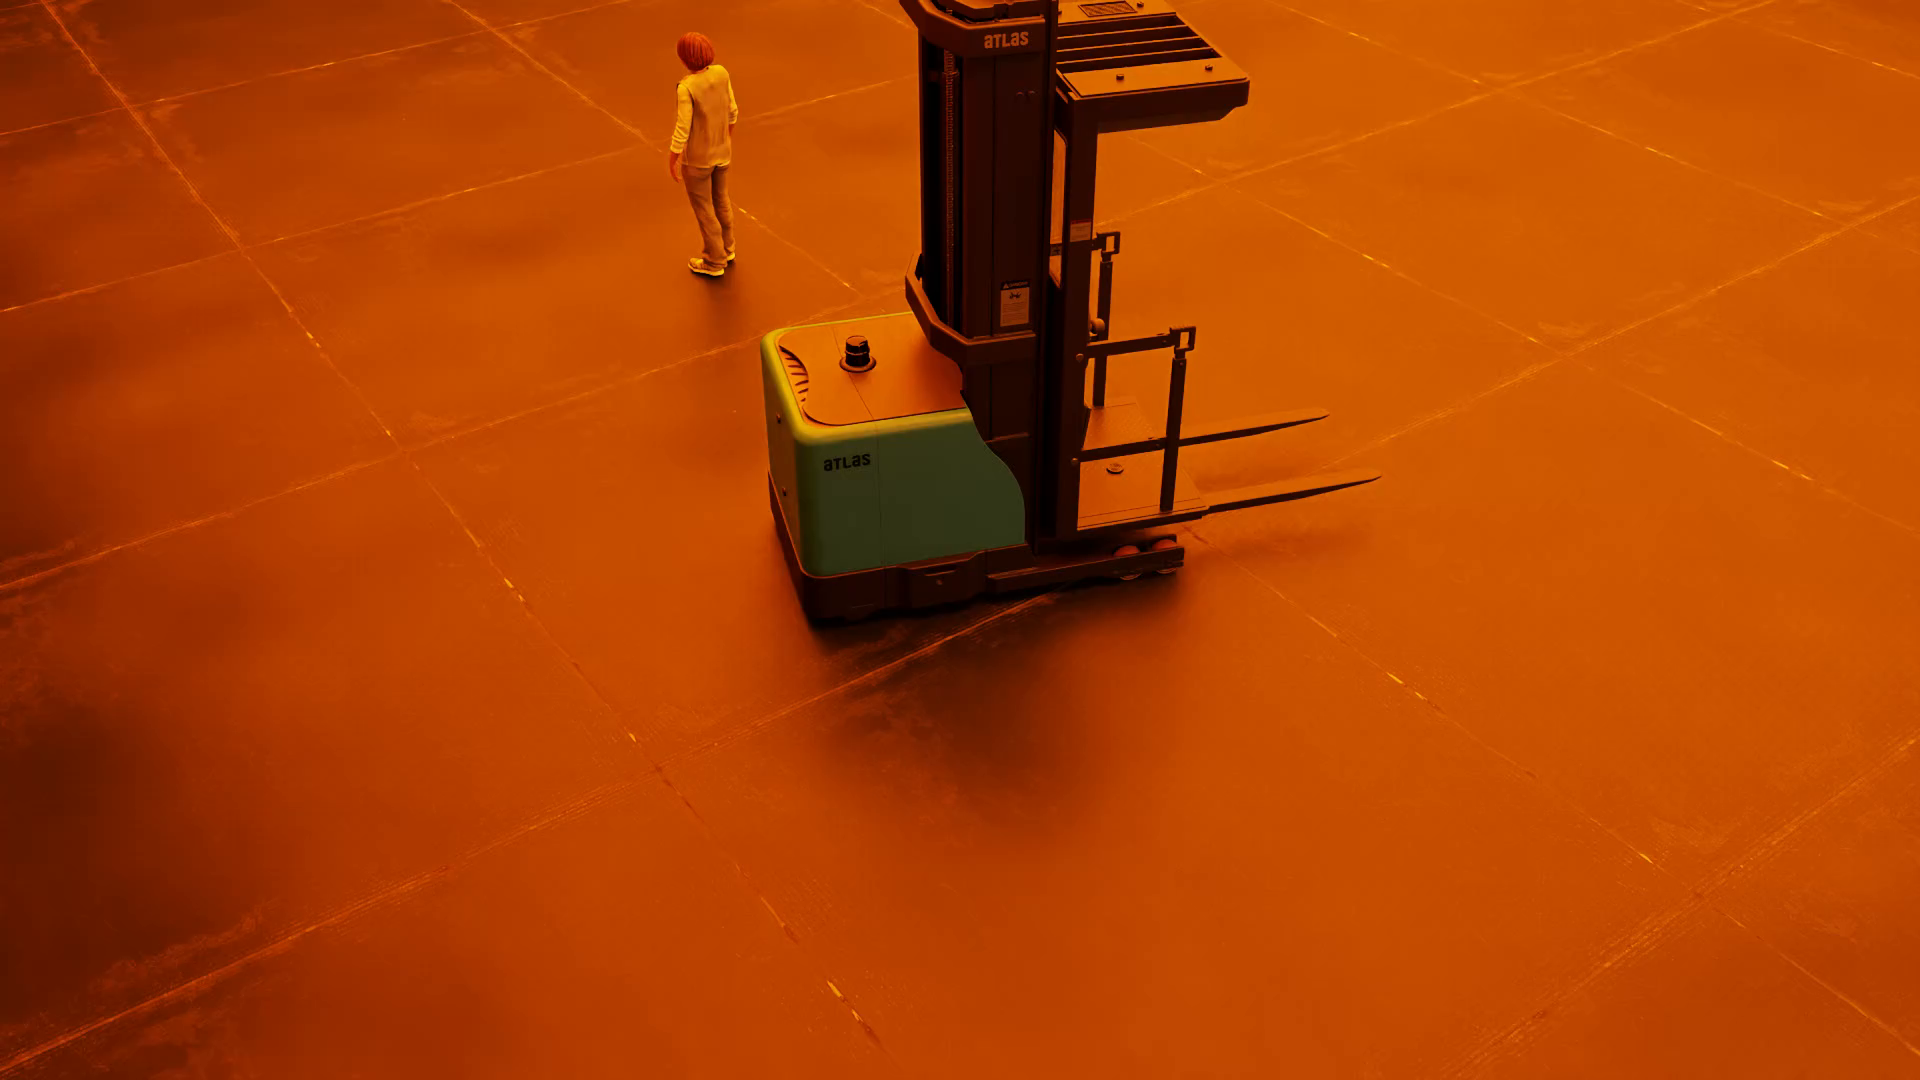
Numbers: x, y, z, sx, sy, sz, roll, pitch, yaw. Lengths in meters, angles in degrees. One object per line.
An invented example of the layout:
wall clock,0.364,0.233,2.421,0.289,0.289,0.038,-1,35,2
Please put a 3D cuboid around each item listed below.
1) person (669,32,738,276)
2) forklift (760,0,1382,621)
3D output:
person,-1.620,-2.390,10.287,0.472,1.600,0.521,27,44,32
forklift,0.606,-1.278,7.673,3.031,2.935,1.130,-9,37,-12
